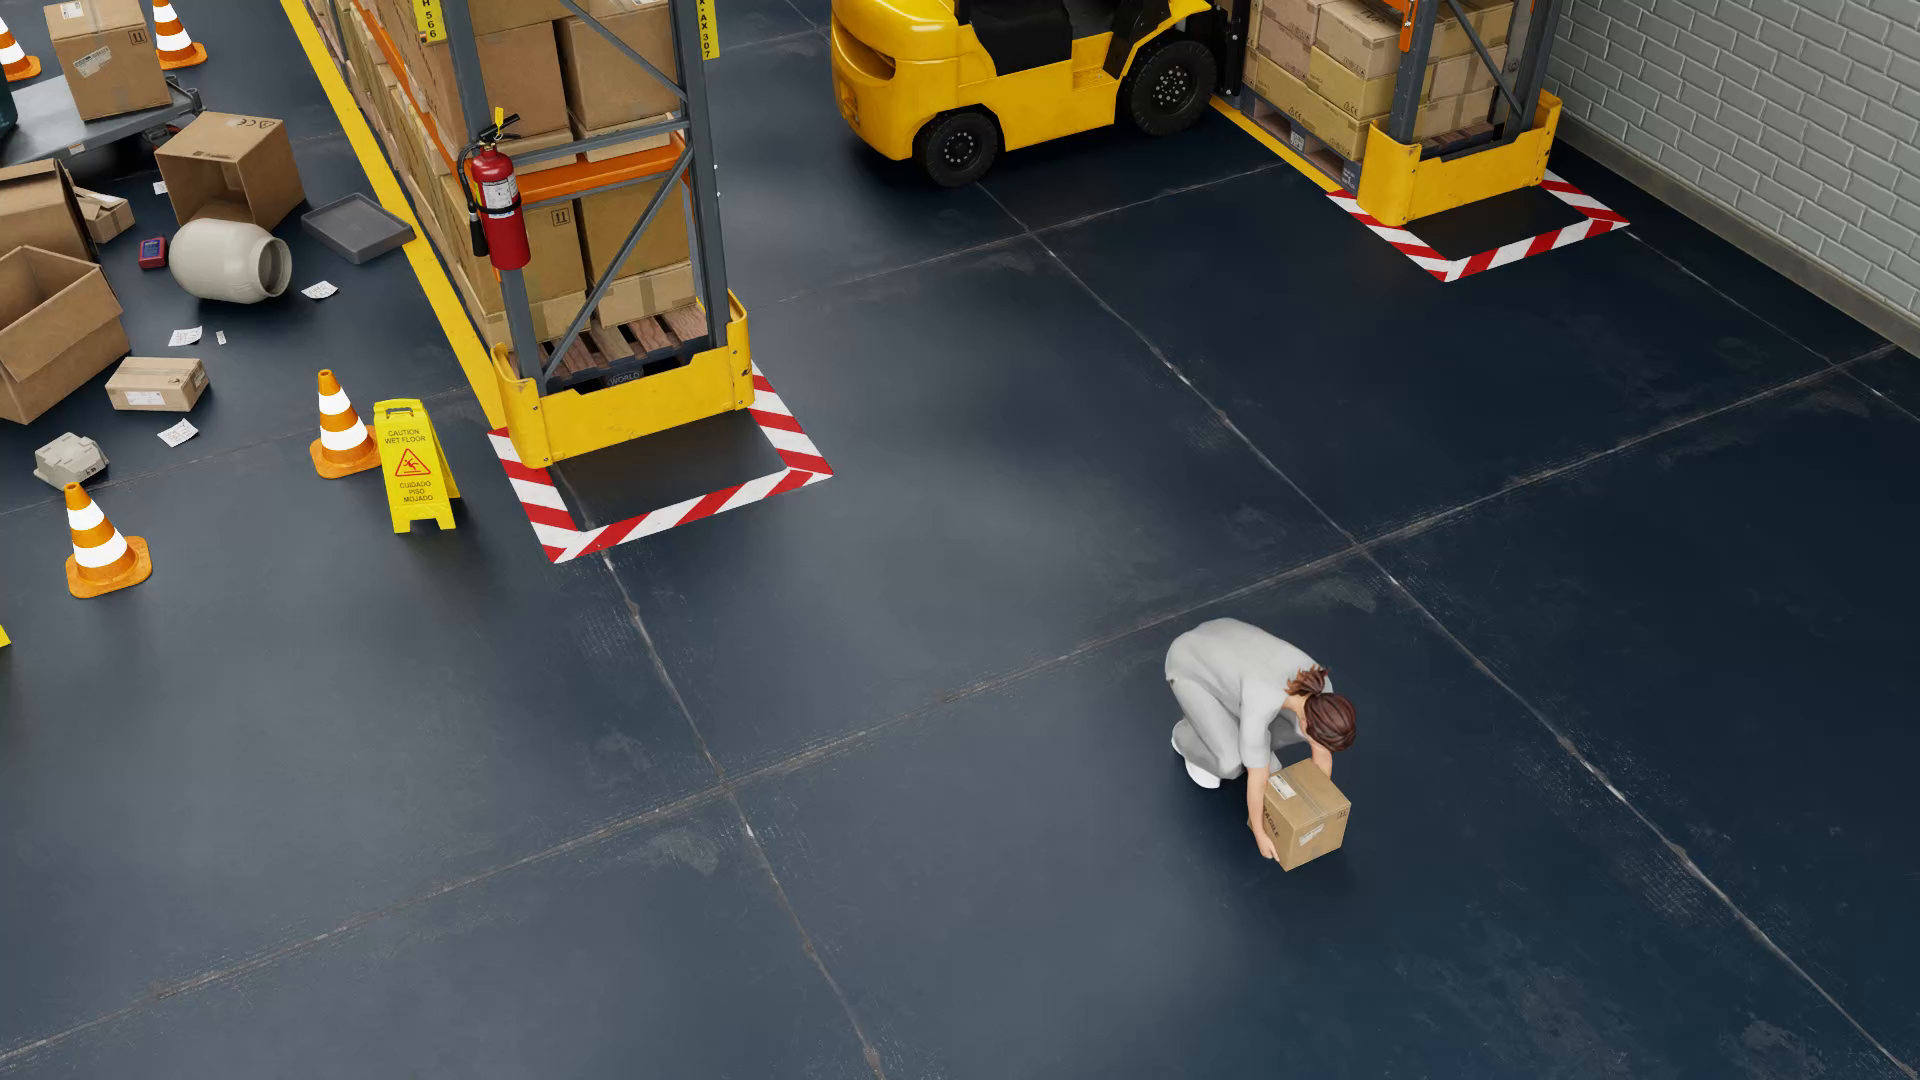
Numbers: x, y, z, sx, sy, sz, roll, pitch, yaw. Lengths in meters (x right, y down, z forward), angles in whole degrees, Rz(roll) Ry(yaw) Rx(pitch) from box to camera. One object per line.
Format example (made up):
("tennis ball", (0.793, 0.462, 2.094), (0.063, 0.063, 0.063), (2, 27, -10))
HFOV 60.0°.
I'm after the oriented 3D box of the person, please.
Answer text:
("person", (1.097, 0.672, 6.154), (0.458, 0.795, 0.839), (-20, 45, -21))
